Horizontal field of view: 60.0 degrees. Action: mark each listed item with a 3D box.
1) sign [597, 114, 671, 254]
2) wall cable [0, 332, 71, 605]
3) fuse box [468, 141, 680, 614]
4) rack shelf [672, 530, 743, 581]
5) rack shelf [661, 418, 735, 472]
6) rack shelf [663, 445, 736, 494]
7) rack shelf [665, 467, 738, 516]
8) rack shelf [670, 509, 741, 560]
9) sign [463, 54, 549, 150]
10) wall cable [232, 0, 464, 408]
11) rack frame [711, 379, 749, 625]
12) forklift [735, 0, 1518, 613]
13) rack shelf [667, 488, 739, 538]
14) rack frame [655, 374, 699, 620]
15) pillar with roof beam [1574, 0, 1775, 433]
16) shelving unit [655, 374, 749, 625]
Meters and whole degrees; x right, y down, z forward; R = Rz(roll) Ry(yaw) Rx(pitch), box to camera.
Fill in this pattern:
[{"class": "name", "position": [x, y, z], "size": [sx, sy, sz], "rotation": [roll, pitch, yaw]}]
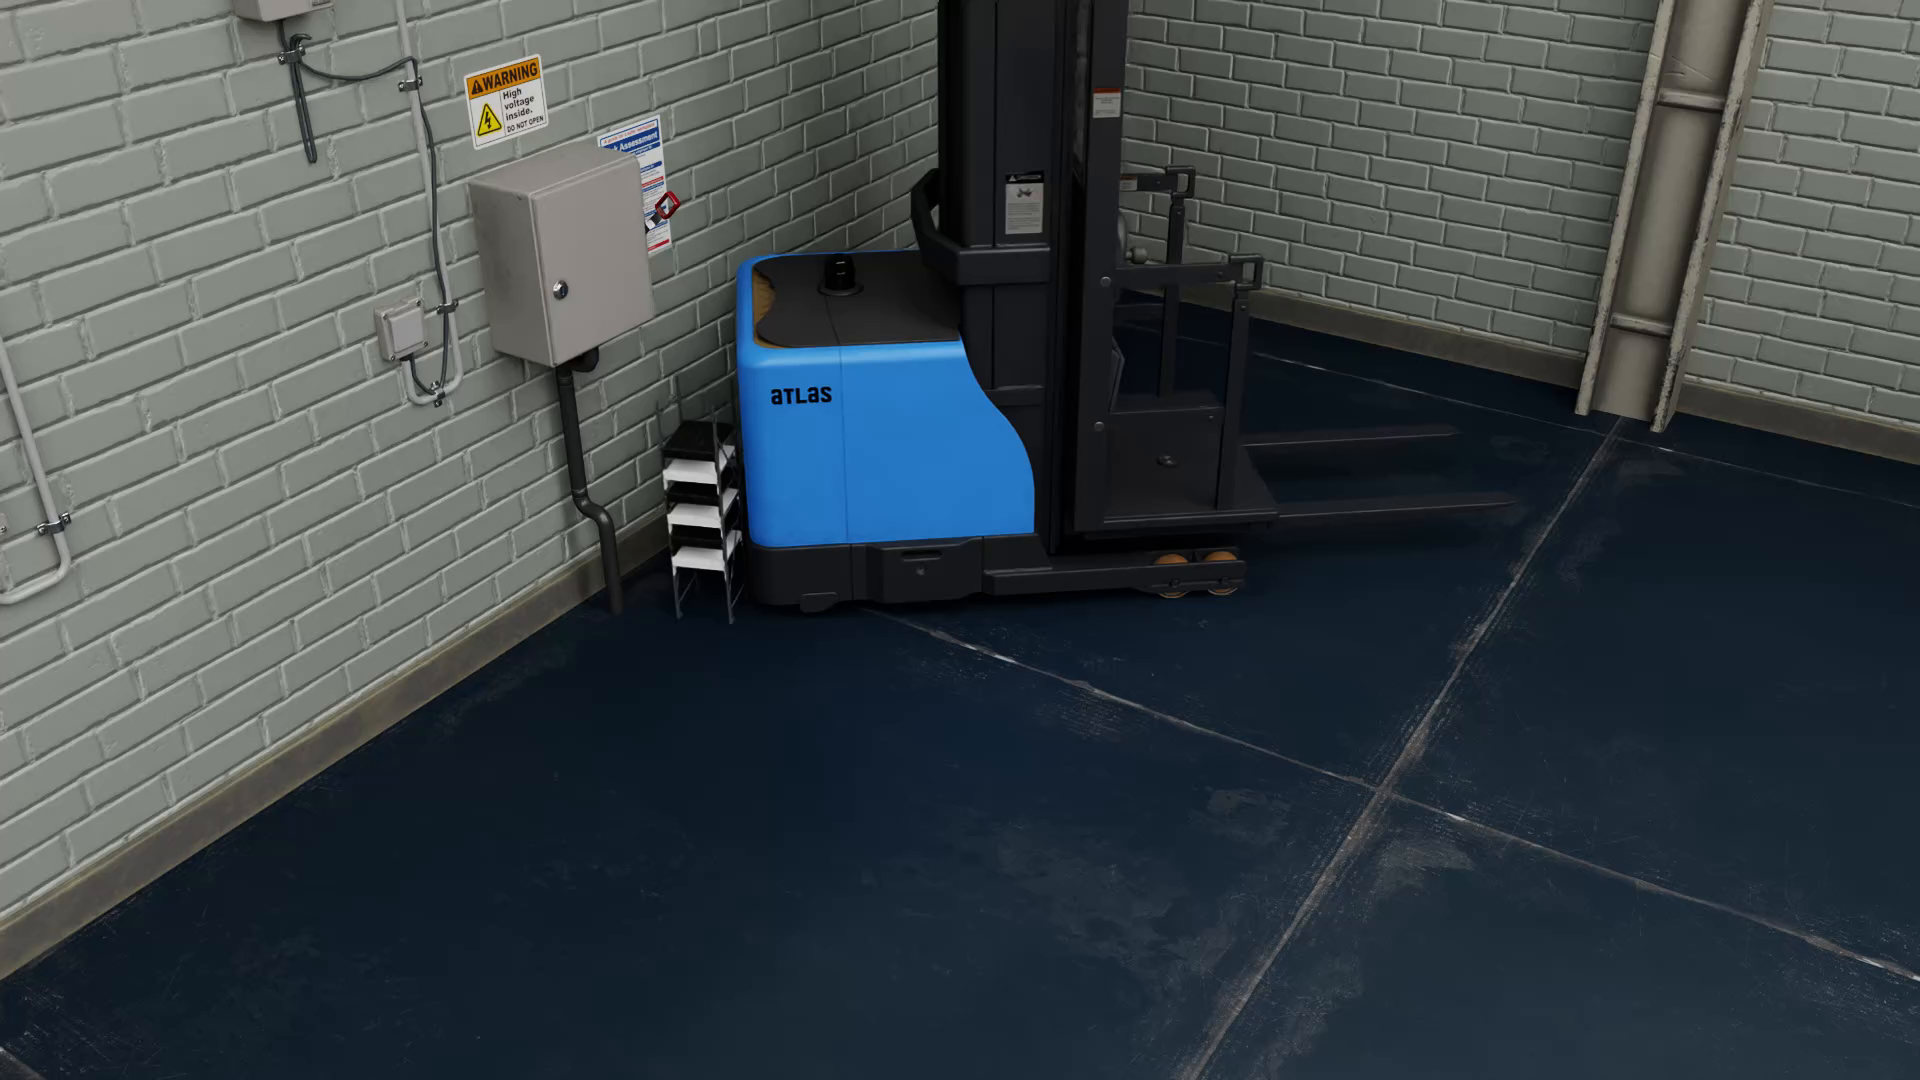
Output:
[{"class": "sign", "position": [-1.175, -1.259, 6.026], "size": [0.001, 0.494, 0.329], "rotation": [18, 35, 27]}, {"class": "wall cable", "position": [-2.503, -0.629, 3.811], "size": [0.123, 1.953, 0.585], "rotation": [18, 35, 27]}, {"class": "fuse box", "position": [-1.262, -0.477, 5.870], "size": [0.414, 1.711, 0.539], "rotation": [18, 35, 27]}, {"class": "rack shelf", "position": [-0.936, 0.045, 6.202], "size": [0.200, 0.077, 0.258], "rotation": [5, 31, 9]}, {"class": "rack shelf", "position": [-0.936, -0.343, 5.975], "size": [0.200, 0.077, 0.258], "rotation": [5, 31, 9]}, {"class": "rack shelf", "position": [-0.936, -0.265, 6.020], "size": [0.200, 0.077, 0.258], "rotation": [5, 31, 9]}, {"class": "rack shelf", "position": [-0.936, -0.188, 6.066], "size": [0.200, 0.077, 0.258], "rotation": [5, 31, 9]}, {"class": "rack shelf", "position": [-0.936, -0.032, 6.157], "size": [0.200, 0.077, 0.258], "rotation": [5, 31, 9]}, {"class": "sign", "position": [-1.467, -1.422, 5.392], "size": [0.001, 0.242, 0.339], "rotation": [18, 35, 27]}, {"class": "wall cable", "position": [-1.759, -1.223, 4.862], "size": [0.122, 1.984, 0.588], "rotation": [18, 35, 27]}, {"class": "rack frame", "position": [-0.836, -0.130, 6.078], "size": [0.006, 0.900, 0.240], "rotation": [5, 31, 9]}, {"class": "forklift", "position": [0.666, -1.305, 6.078], "size": [3.031, 2.935, 1.130], "rotation": [-3, 30, -6]}, {"class": "rack shelf", "position": [-0.936, -0.110, 6.111], "size": [0.200, 0.077, 0.258], "rotation": [5, 31, 9]}, {"class": "rack frame", "position": [-1.036, -0.148, 6.110], "size": [0.006, 0.900, 0.240], "rotation": [5, 31, 9]}, {"class": "pillar with roof beam", "position": [0.828, -2.656, 2.373], "size": [0.400, 9.000, 9.100], "rotation": [18, 35, 27]}, {"class": "shelving unit", "position": [-0.936, -0.139, 6.094], "size": [0.210, 0.900, 0.258], "rotation": [5, 31, 9]}]
